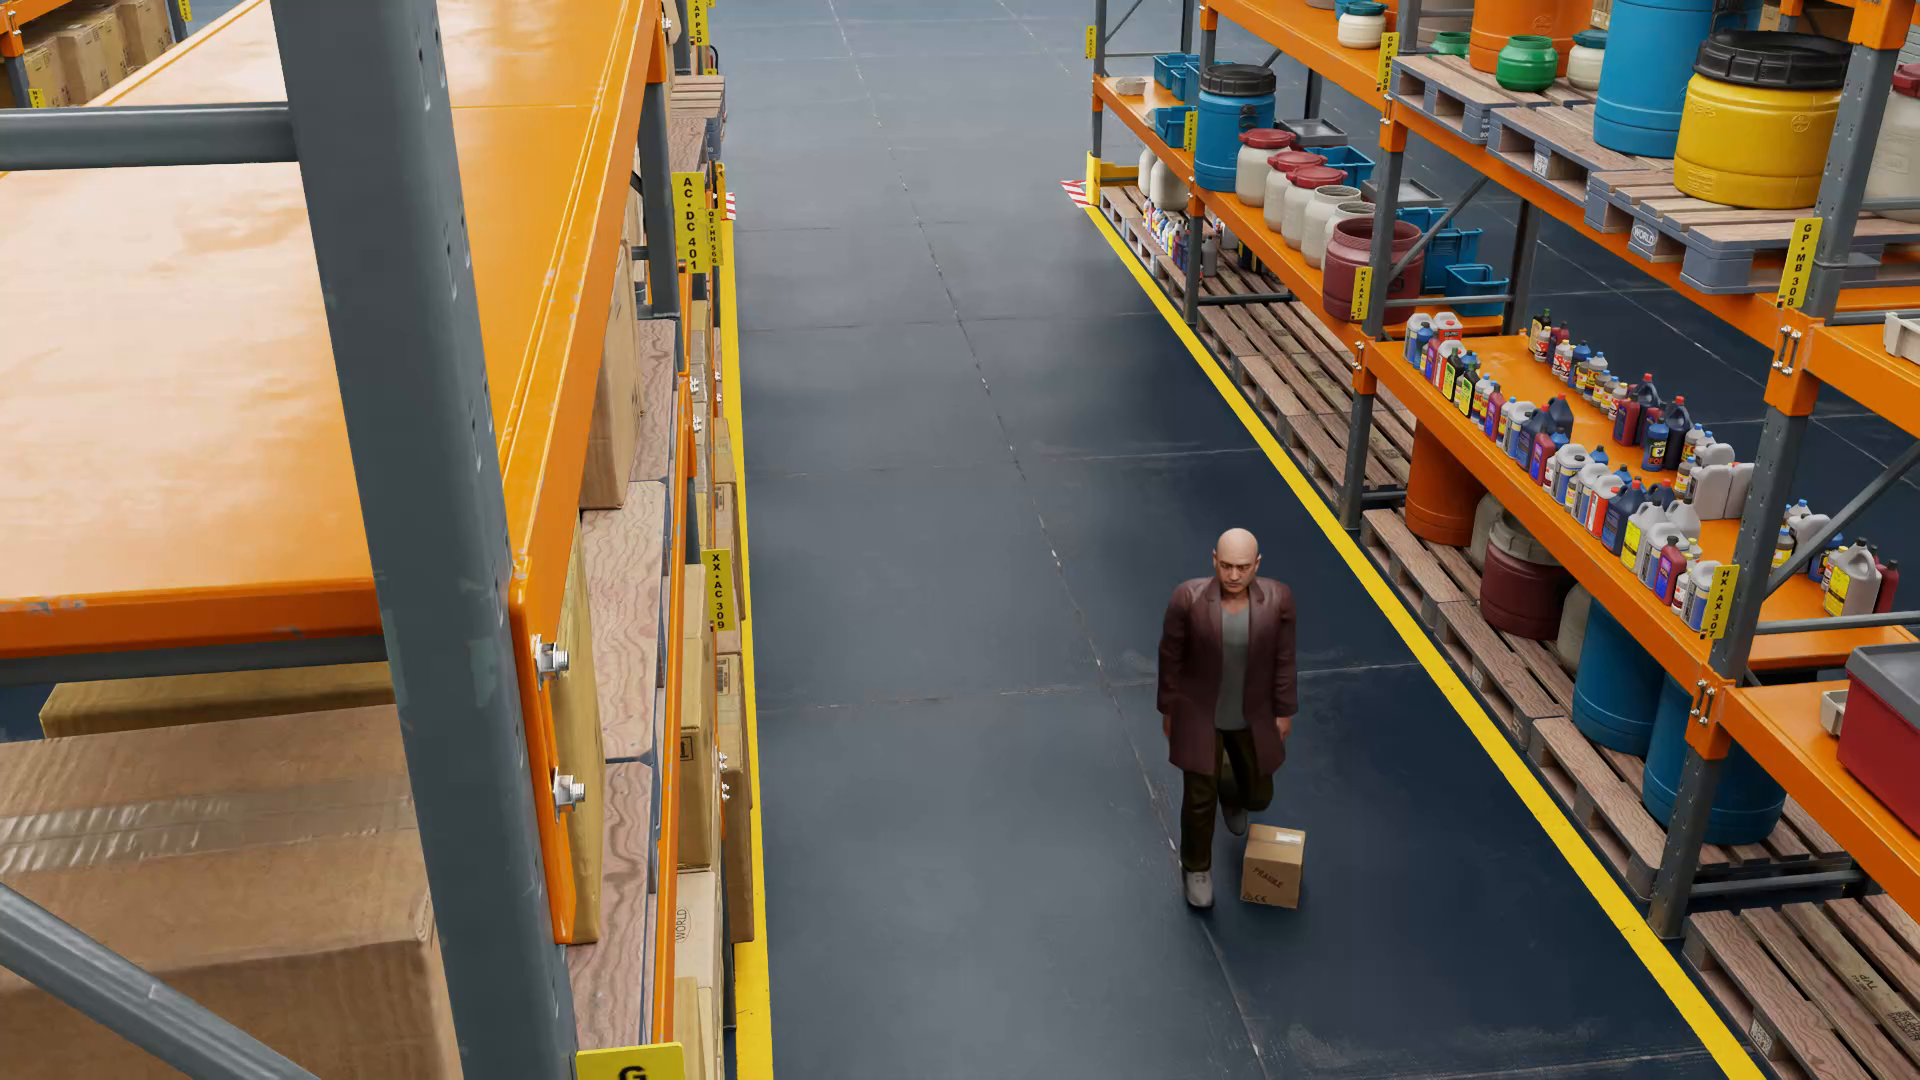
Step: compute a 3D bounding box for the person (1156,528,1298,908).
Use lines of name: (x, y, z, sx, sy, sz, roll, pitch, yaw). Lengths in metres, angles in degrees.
person: (1.144, 0.787, 7.245, 0.610, 1.565, 0.689, 1, 27, 1)
